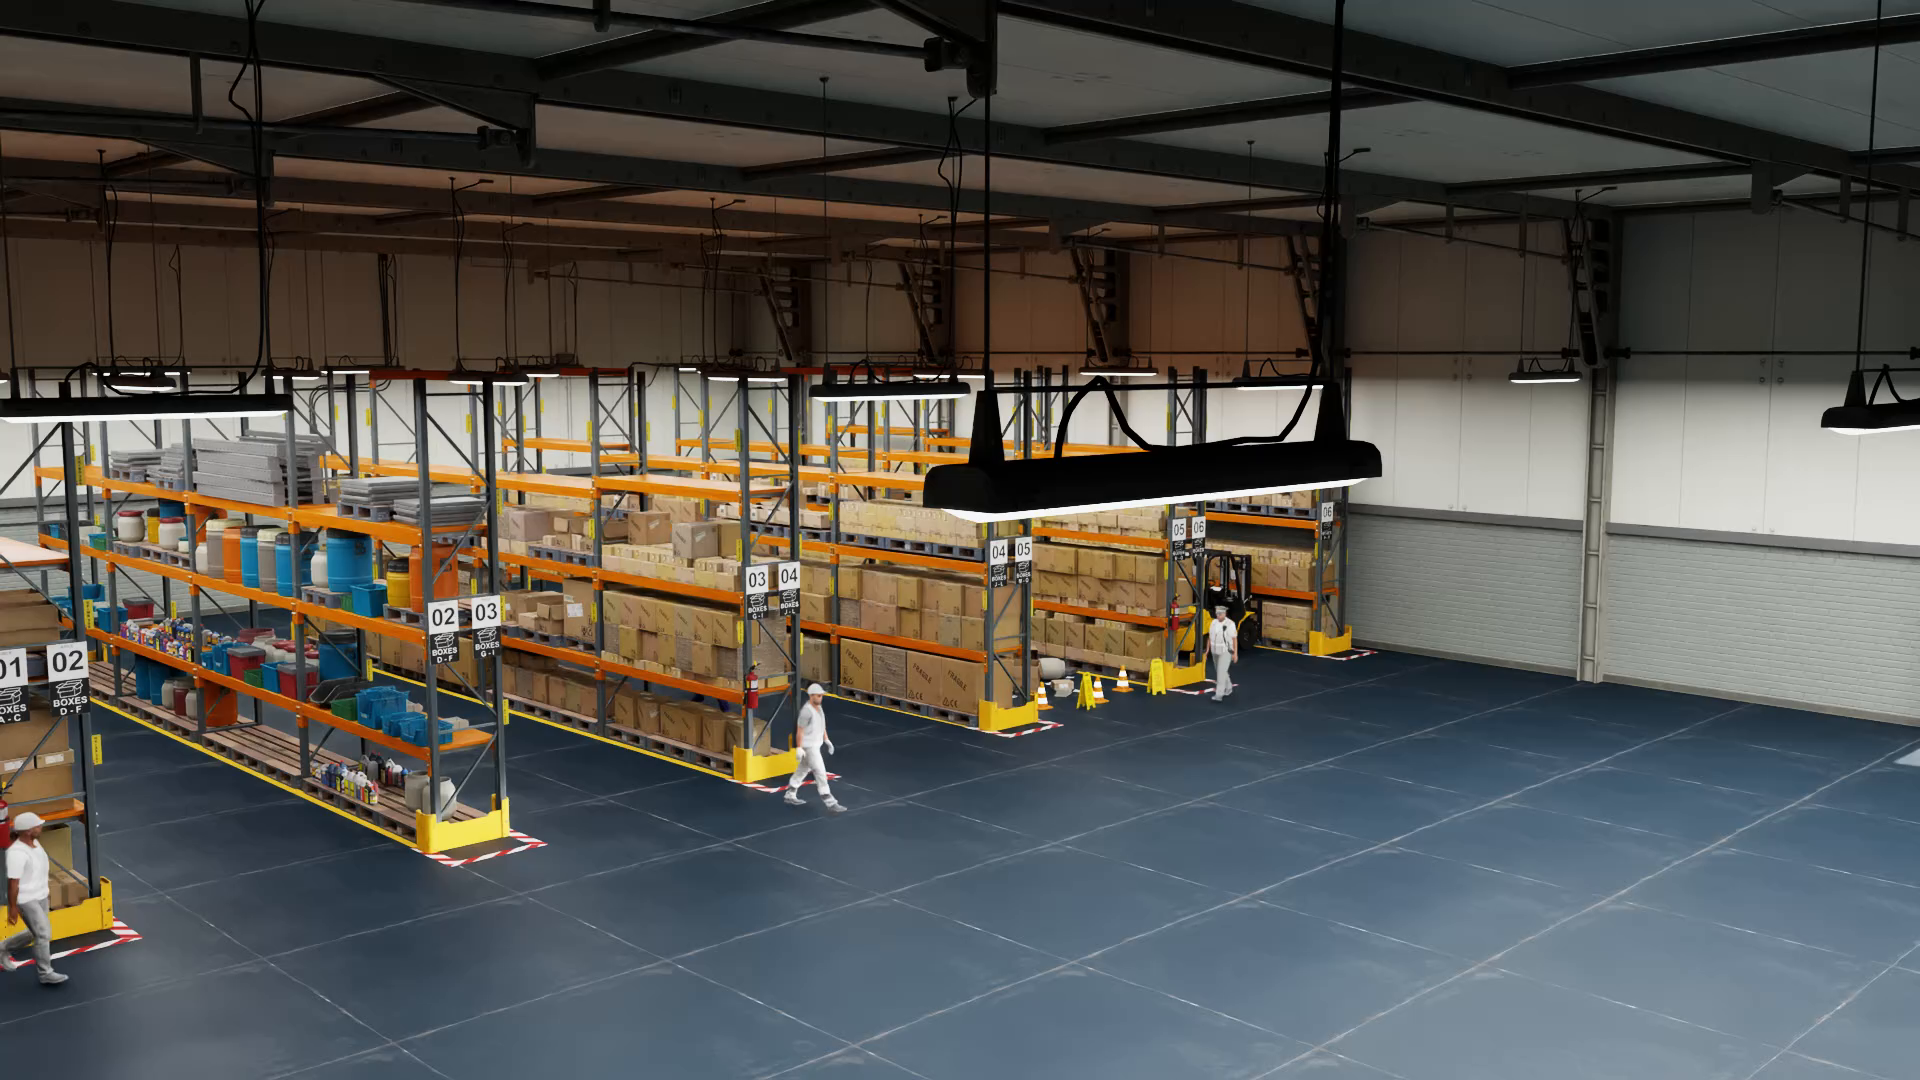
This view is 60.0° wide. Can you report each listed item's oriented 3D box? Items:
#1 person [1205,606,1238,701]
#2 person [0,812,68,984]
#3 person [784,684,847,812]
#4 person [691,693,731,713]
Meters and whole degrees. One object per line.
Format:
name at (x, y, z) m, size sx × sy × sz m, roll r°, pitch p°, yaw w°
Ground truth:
person at (4.765, 2.052, 30.411) m, size 0.882 × 1.728 × 0.544 m, roll -5°, pitch 8°, yaw -39°
person at (-9.377, 3.584, 16.649) m, size 0.850 × 1.744 × 0.596 m, roll 0°, pitch 6°, yaw 1°
person at (-1.989, 2.845, 23.002) m, size 0.994 × 1.730 × 0.561 m, roll 1°, pitch 7°, yaw 12°
person at (-4.264, 2.320, 28.594) m, size 1.095 × 1.560 × 0.468 m, roll 4°, pitch 8°, yaw 32°
